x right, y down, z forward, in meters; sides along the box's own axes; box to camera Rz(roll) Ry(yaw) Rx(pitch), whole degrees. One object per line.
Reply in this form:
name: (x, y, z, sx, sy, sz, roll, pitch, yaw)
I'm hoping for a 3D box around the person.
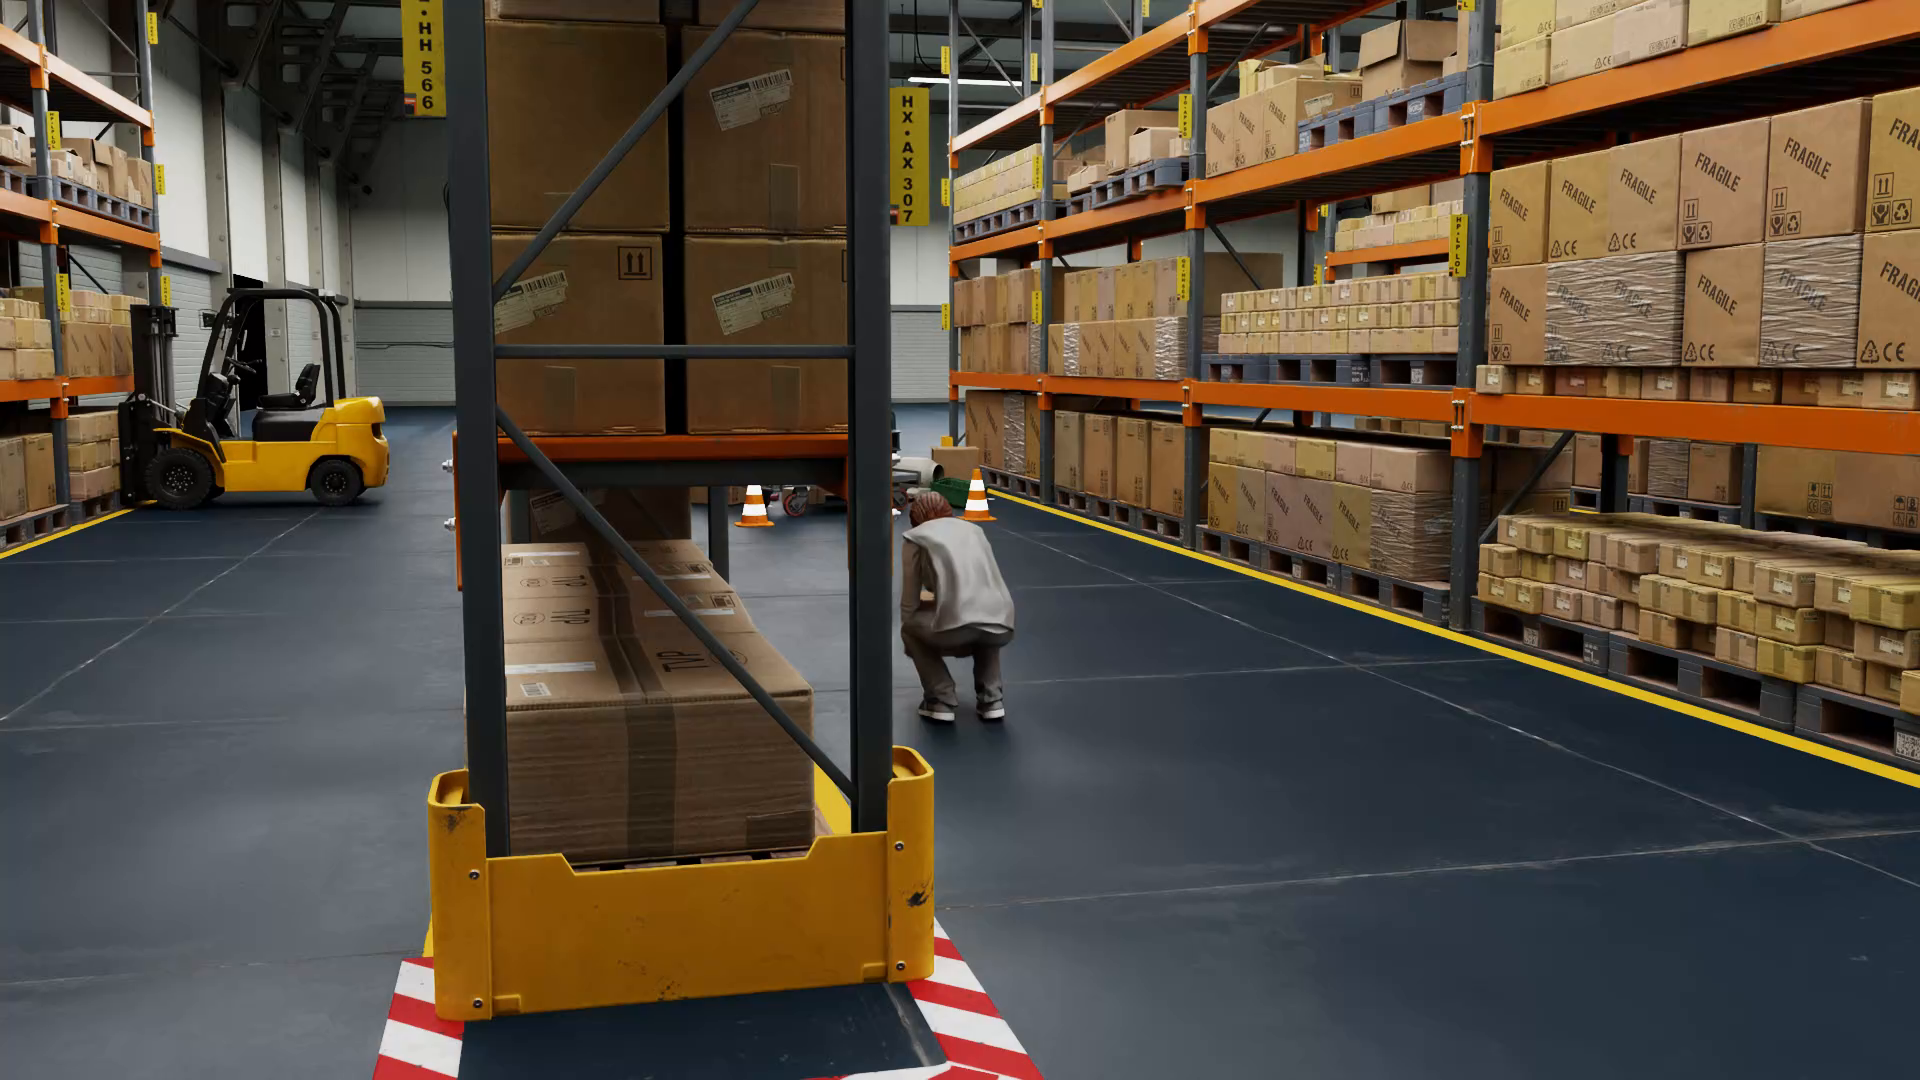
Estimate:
person: (-0.022, 0.282, 7.002, 0.423, 0.907, 0.795, -2, 7, -15)
